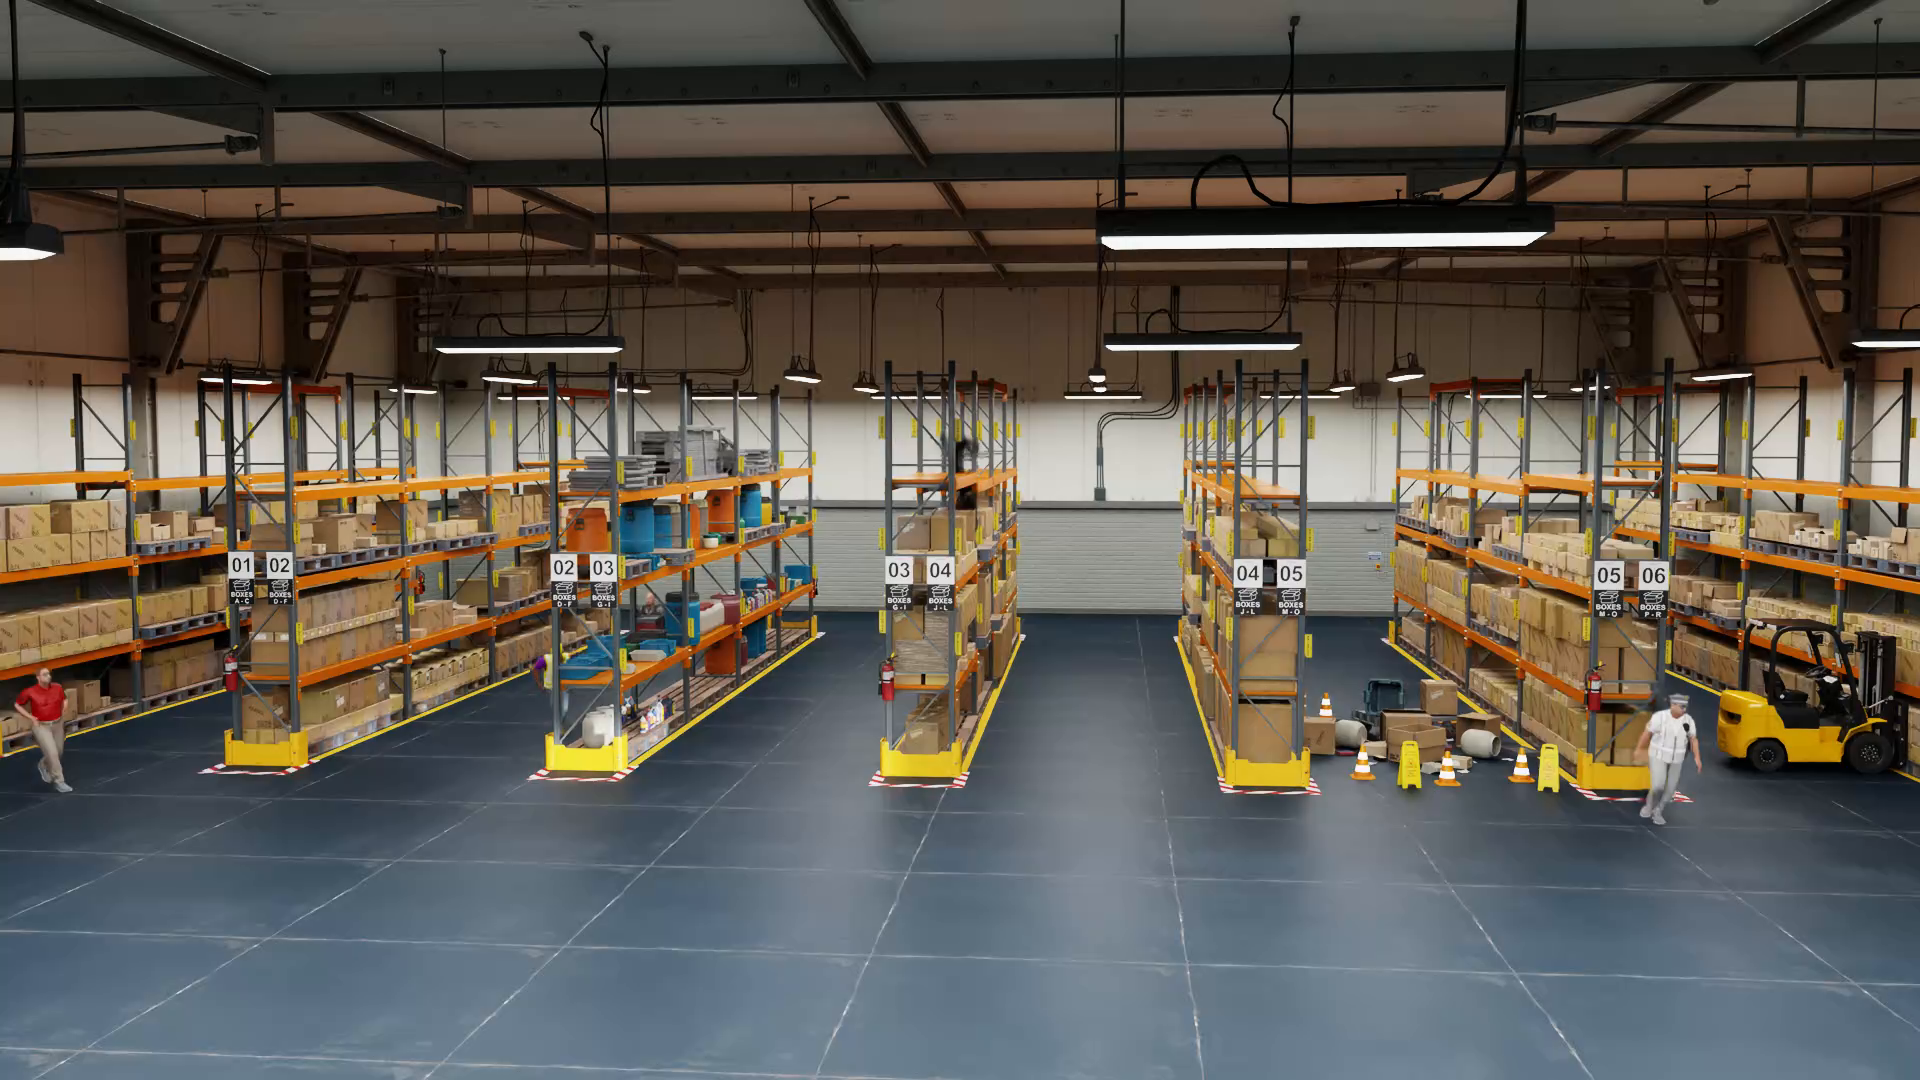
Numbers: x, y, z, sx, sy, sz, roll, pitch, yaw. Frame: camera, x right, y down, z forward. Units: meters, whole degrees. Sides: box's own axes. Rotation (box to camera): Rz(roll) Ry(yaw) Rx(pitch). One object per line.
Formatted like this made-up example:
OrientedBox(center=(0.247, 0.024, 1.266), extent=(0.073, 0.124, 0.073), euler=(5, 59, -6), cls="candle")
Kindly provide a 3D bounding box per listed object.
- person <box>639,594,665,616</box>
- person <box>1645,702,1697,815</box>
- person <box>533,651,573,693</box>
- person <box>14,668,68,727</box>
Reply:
OrientedBox(center=(-6.392, 1.531, 34.263), extent=(0.655, 0.849, 0.625), euler=(1, 4, 13), cls="person")
OrientedBox(center=(8.977, 2.775, 21.069), extent=(0.607, 1.502, 0.556), euler=(0, 4, -4), cls="person")
OrientedBox(center=(-6.632, 2.104, 27.246), extent=(0.718, 0.819, 0.652), euler=(-1, 4, -13), cls="person")
OrientedBox(center=(-12.669, 2.169, 23.086), extent=(0.544, 0.805, 0.664), euler=(2, 4, 30), cls="person")
